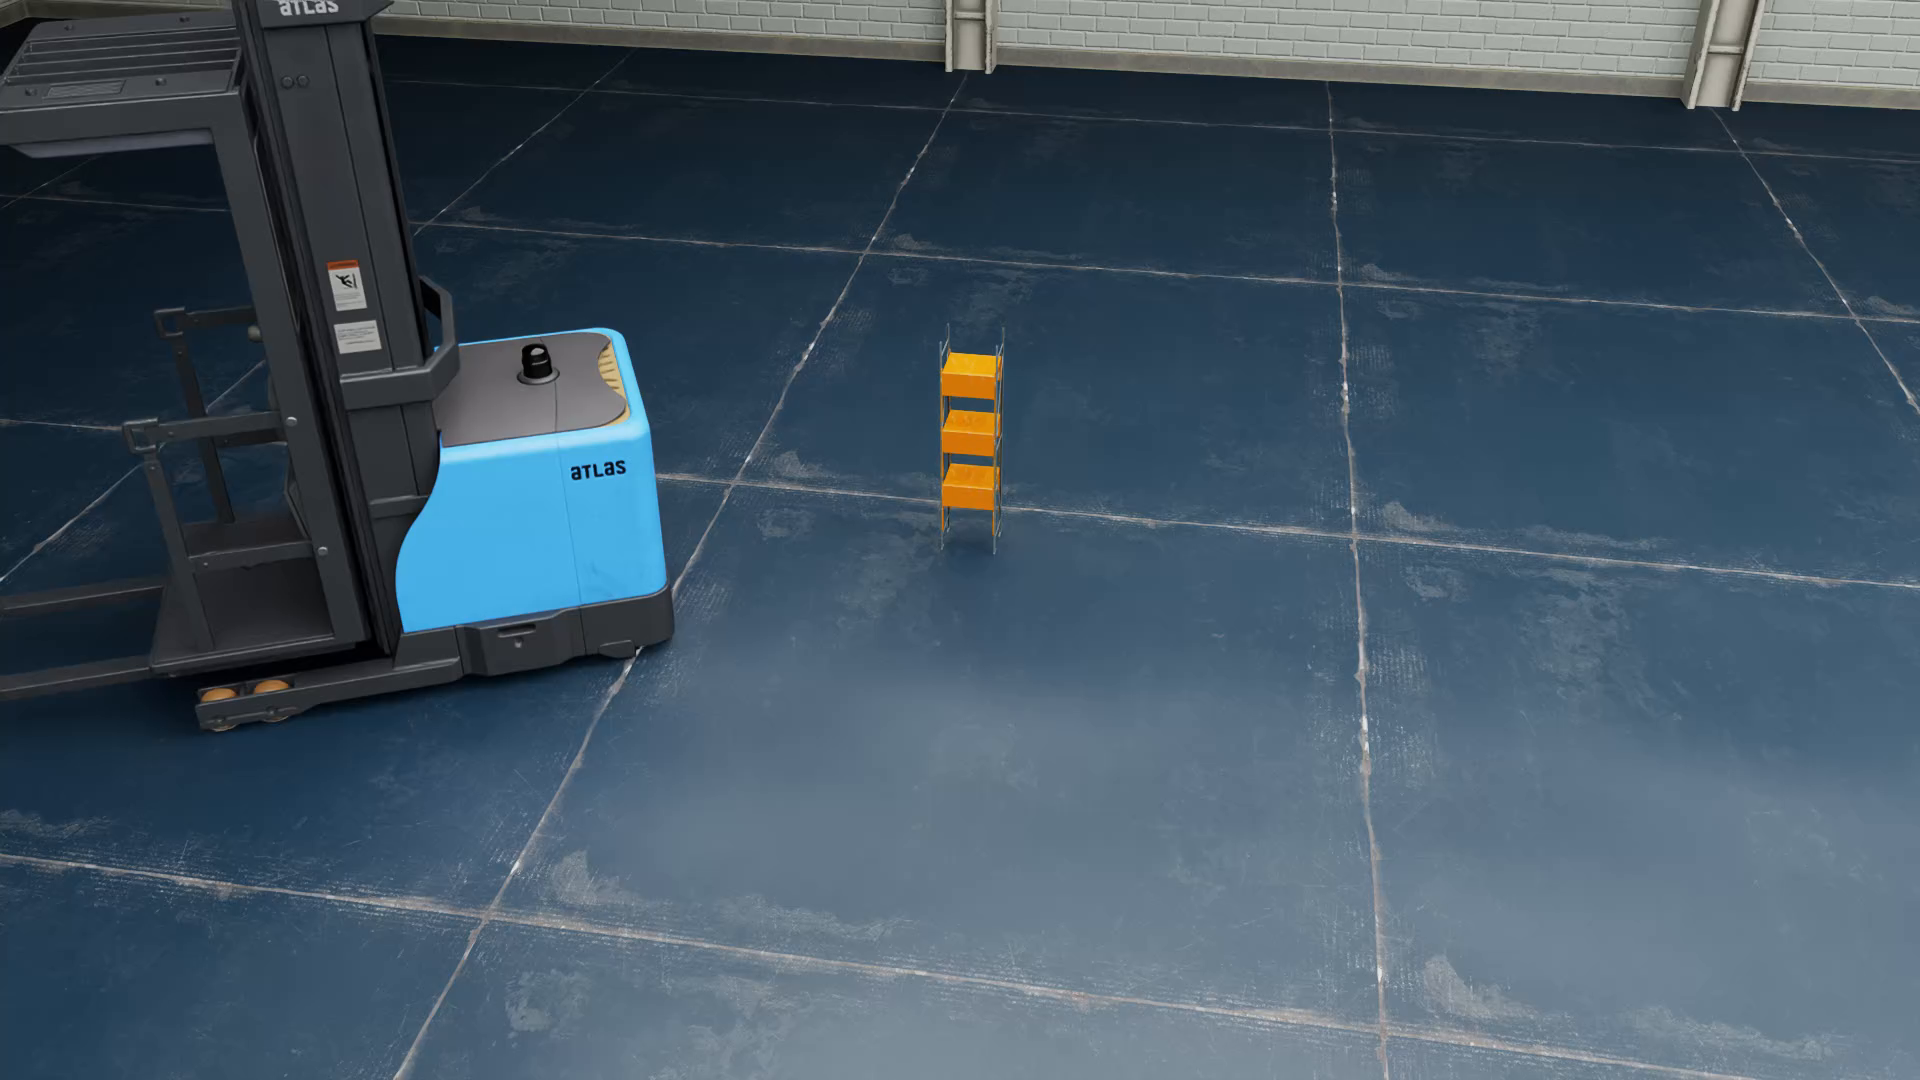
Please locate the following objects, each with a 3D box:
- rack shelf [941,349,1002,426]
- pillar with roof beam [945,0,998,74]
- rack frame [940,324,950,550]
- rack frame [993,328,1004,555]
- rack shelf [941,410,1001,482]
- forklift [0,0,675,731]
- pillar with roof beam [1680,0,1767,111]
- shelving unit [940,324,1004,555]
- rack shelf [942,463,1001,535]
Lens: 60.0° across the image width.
[{"bbox_3d":[0.053,-0.672,7.319,0.240,0.259,0.215,5,32,8],"label":"rack shelf"},{"bbox_3d":[-0.629,-5.599,8.213,0.400,9.000,9.100,5,32,8],"label":"pillar with roof beam"},{"bbox_3d":[-0.068,-0.451,7.481,0.008,1.050,0.200,5,32,8],"label":"rack frame"},{"bbox_3d":[0.173,-0.429,7.446,0.008,1.050,0.200,5,32,8],"label":"rack frame"},{"bbox_3d":[0.053,-0.431,7.469,0.240,0.259,0.215,5,32,8],"label":"rack shelf"},{"bbox_3d":[-2.777,-0.804,6.272,3.031,2.935,1.130,-9,33,-14],"label":"forklift"},{"bbox_3d":[5.285,-5.063,7.357,0.400,9.000,9.100,5,32,8],"label":"pillar with roof beam"},{"bbox_3d":[0.053,-0.440,7.464,0.252,1.050,0.215,5,32,8],"label":"shelving unit"},{"bbox_3d":[0.053,-0.196,7.617,0.240,0.259,0.215,5,32,8],"label":"rack shelf"}]
